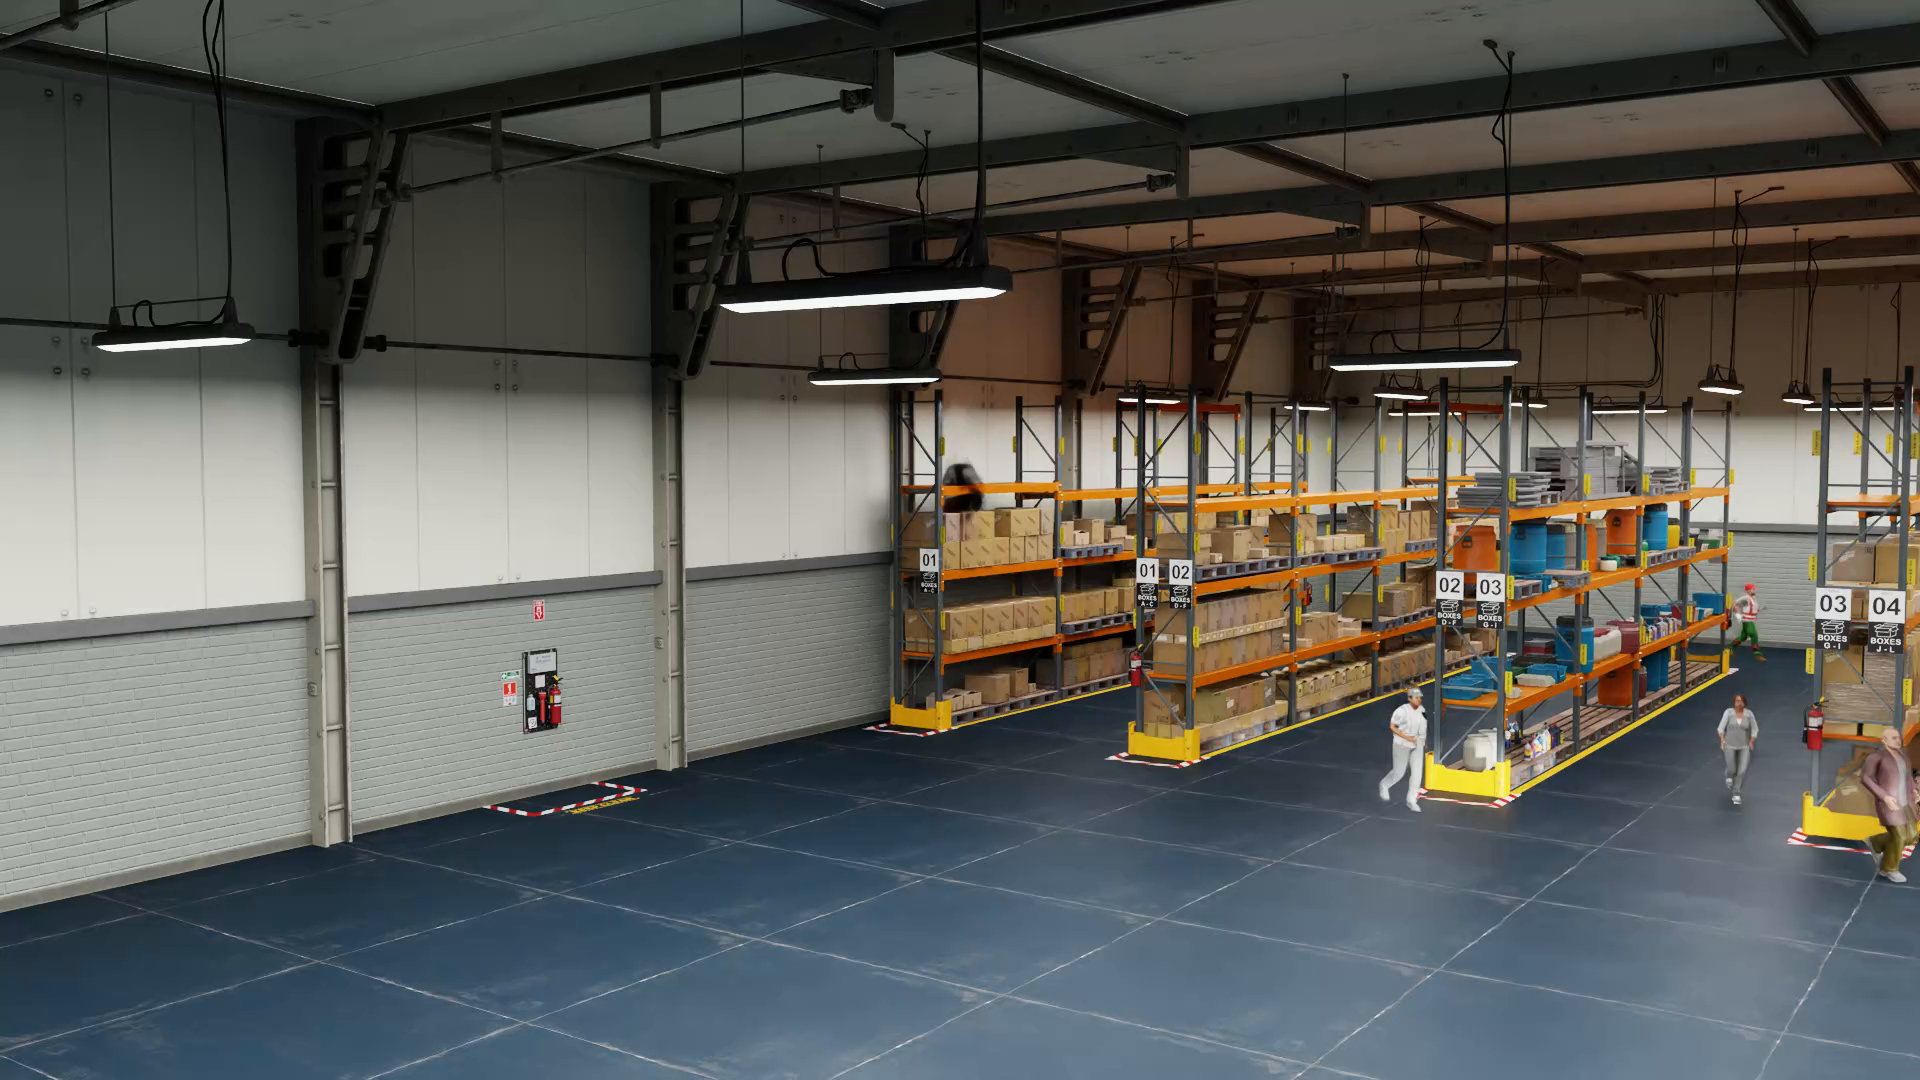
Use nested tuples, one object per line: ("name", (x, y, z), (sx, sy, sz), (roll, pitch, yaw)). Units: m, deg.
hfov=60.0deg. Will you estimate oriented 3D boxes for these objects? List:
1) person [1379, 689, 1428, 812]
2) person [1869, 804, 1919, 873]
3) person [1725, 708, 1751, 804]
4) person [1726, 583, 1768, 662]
("person", (6.249, 2.892, 23.139), (0.661, 1.681, 0.782), (-1, 3, -17))
("person", (10.794, 3.372, 19.302), (0.377, 0.959, 0.536), (-1, 3, -19))
("person", (10.961, 3.023, 23.448), (0.346, 1.338, 0.580), (1, 3, 20))
("person", (18.311, 1.897, 38.669), (0.984, 1.790, 0.651), (3, 5, 45))
